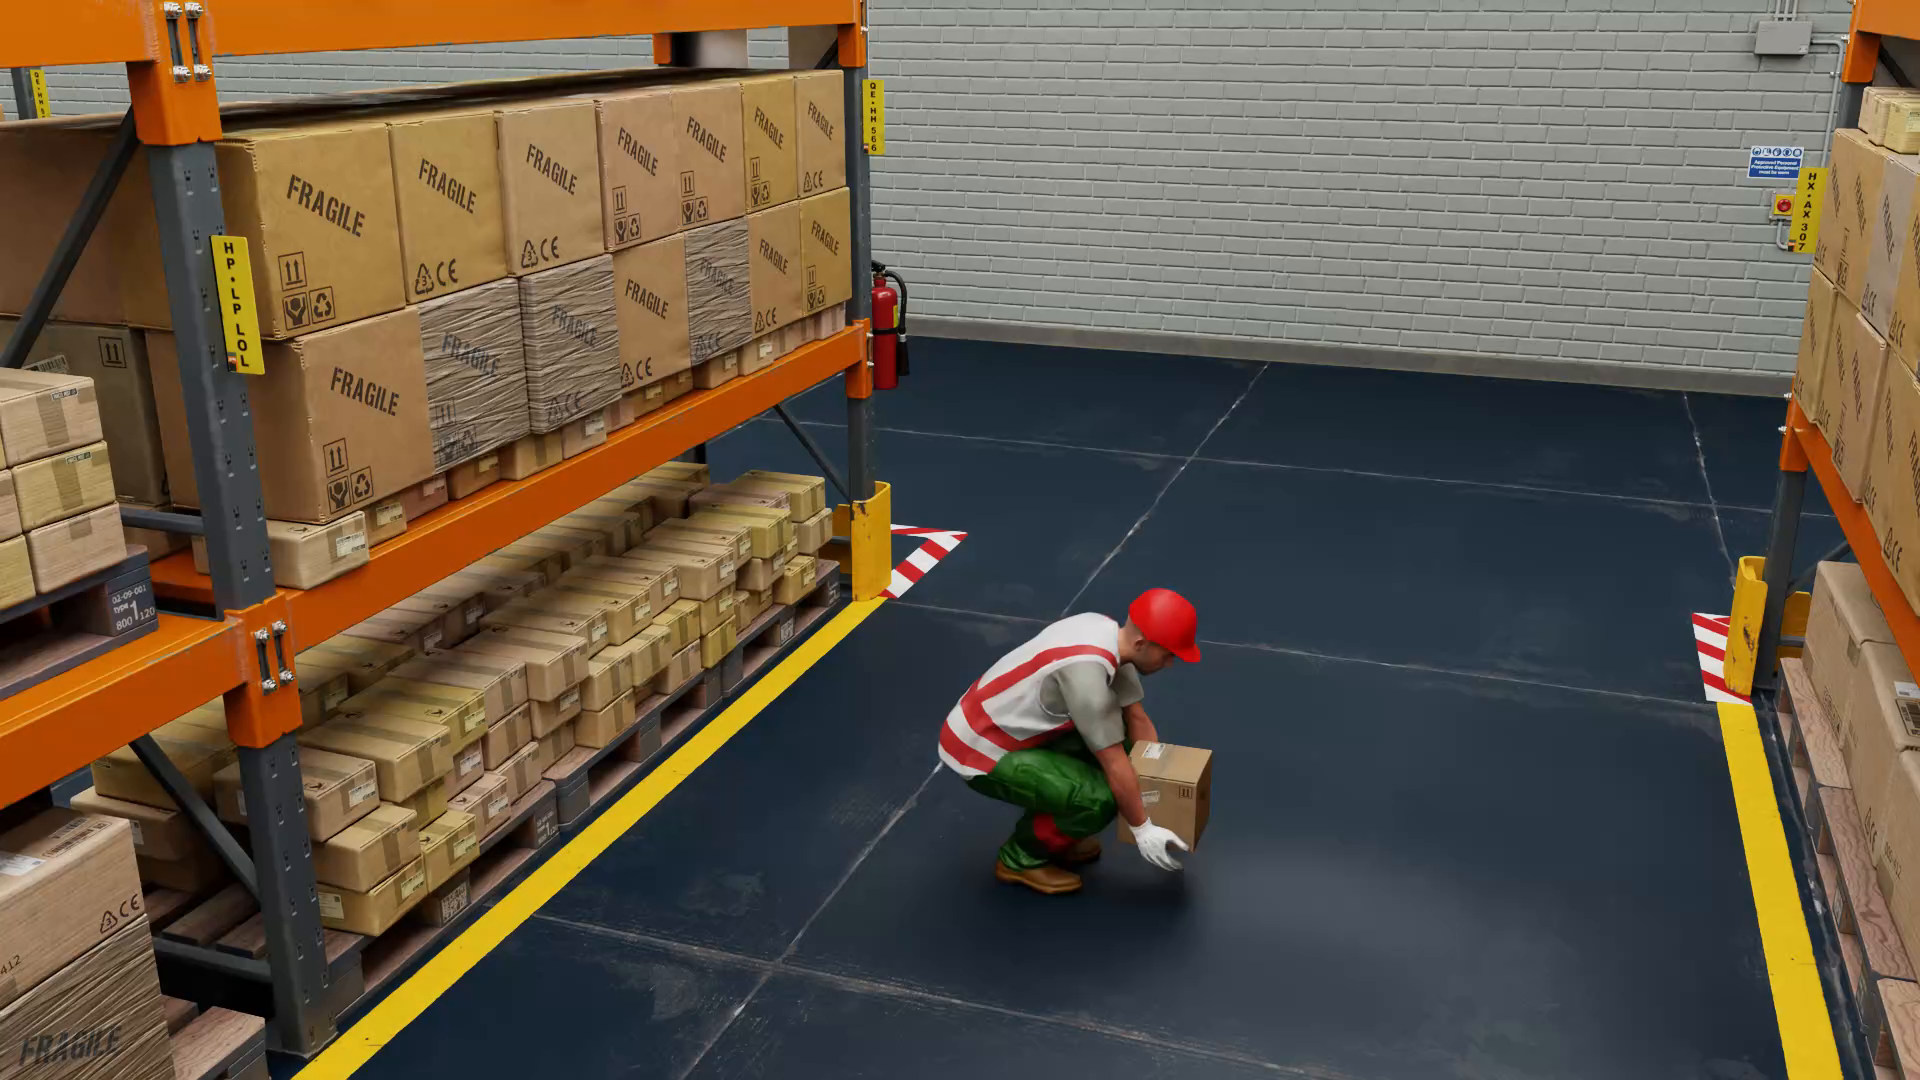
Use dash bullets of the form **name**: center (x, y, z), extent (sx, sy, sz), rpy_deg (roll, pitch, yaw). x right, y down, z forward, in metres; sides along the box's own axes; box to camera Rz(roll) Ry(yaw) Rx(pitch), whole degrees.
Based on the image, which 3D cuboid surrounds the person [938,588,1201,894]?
- **person**: center (0.368, 0.623, 5.399), extent (0.852, 1.012, 0.548), rpy_deg (6, 19, 17)
